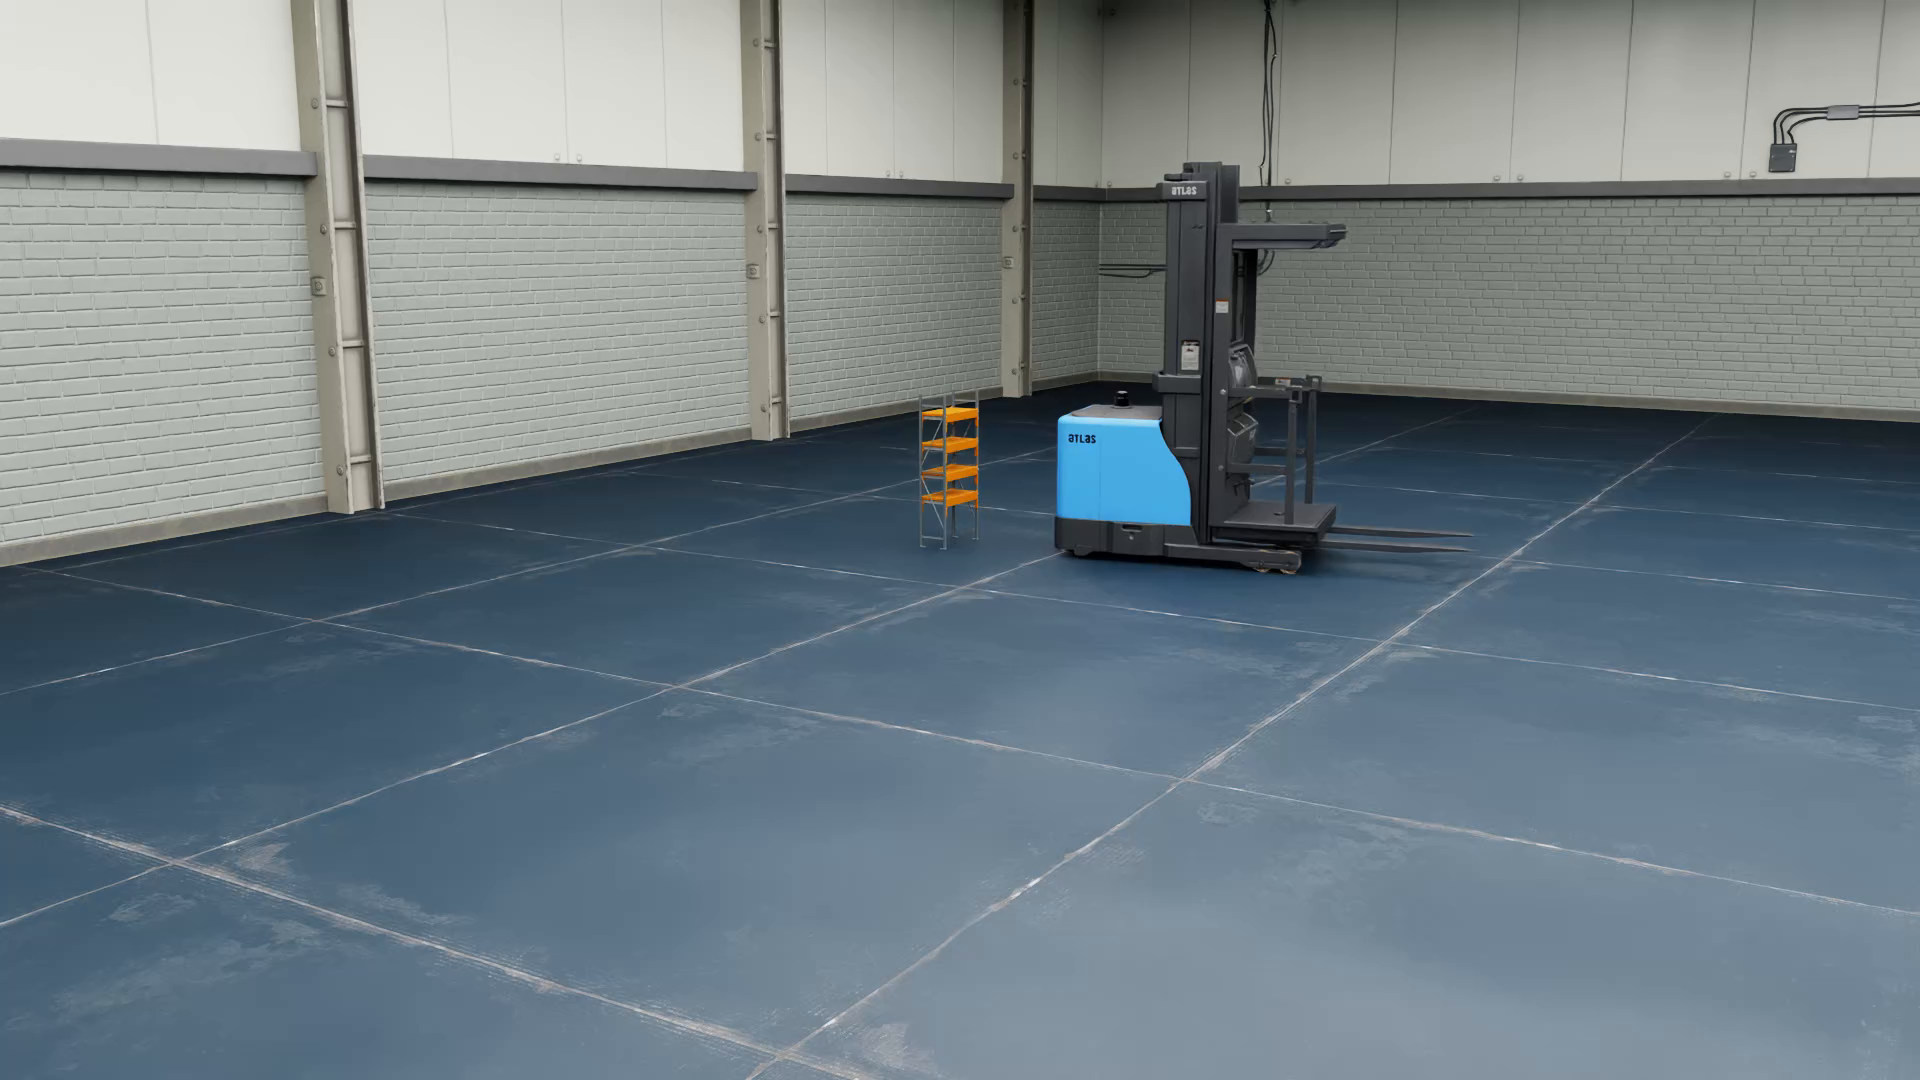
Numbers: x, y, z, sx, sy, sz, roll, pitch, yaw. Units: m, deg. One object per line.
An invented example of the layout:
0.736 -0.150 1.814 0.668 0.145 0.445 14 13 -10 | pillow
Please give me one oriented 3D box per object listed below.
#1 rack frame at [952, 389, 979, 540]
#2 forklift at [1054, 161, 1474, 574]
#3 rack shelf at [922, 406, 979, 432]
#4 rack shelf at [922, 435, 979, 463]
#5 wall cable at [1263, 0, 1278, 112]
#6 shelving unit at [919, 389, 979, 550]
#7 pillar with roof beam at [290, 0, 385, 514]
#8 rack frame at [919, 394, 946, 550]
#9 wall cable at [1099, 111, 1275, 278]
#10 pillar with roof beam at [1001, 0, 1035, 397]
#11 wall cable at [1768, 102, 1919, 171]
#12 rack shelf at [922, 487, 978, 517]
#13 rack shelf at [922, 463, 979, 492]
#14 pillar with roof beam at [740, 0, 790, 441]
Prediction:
0.041 -0.602 13.324 0.240 1.200 0.015 6 12 31 | rack frame
2.294 -1.303 12.361 3.031 2.935 1.130 4 11 20 | forklift
-0.086 -0.950 13.047 0.258 0.148 0.480 6 12 31 | rack shelf
-0.086 -0.717 13.090 0.258 0.148 0.480 6 12 31 | rack shelf
5.817 -7.618 24.318 3.097 2.526 0.112 6 12 31 | wall cable
-0.086 -0.564 13.119 0.258 1.200 0.503 6 12 31 | shelving unit
-1.705 -4.285 11.800 9.100 9.000 0.400 6 12 31 | pillar with roof beam
-0.213 -0.525 12.914 0.240 1.200 0.015 6 12 31 | rack frame
3.505 -5.394 26.164 3.097 2.526 0.112 6 12 31 | wall cable
4.525 -6.172 21.881 9.100 9.000 0.400 6 12 31 | pillar with roof beam
11.611 -7.682 20.707 2.305 6.003 0.169 6 12 31 | wall cable
-0.086 -0.302 13.168 0.258 0.148 0.480 6 12 31 | rack shelf
-0.086 -0.498 13.132 0.258 0.148 0.480 6 12 31 | rack shelf
1.410 -5.228 16.840 9.100 9.000 0.400 6 12 31 | pillar with roof beam
